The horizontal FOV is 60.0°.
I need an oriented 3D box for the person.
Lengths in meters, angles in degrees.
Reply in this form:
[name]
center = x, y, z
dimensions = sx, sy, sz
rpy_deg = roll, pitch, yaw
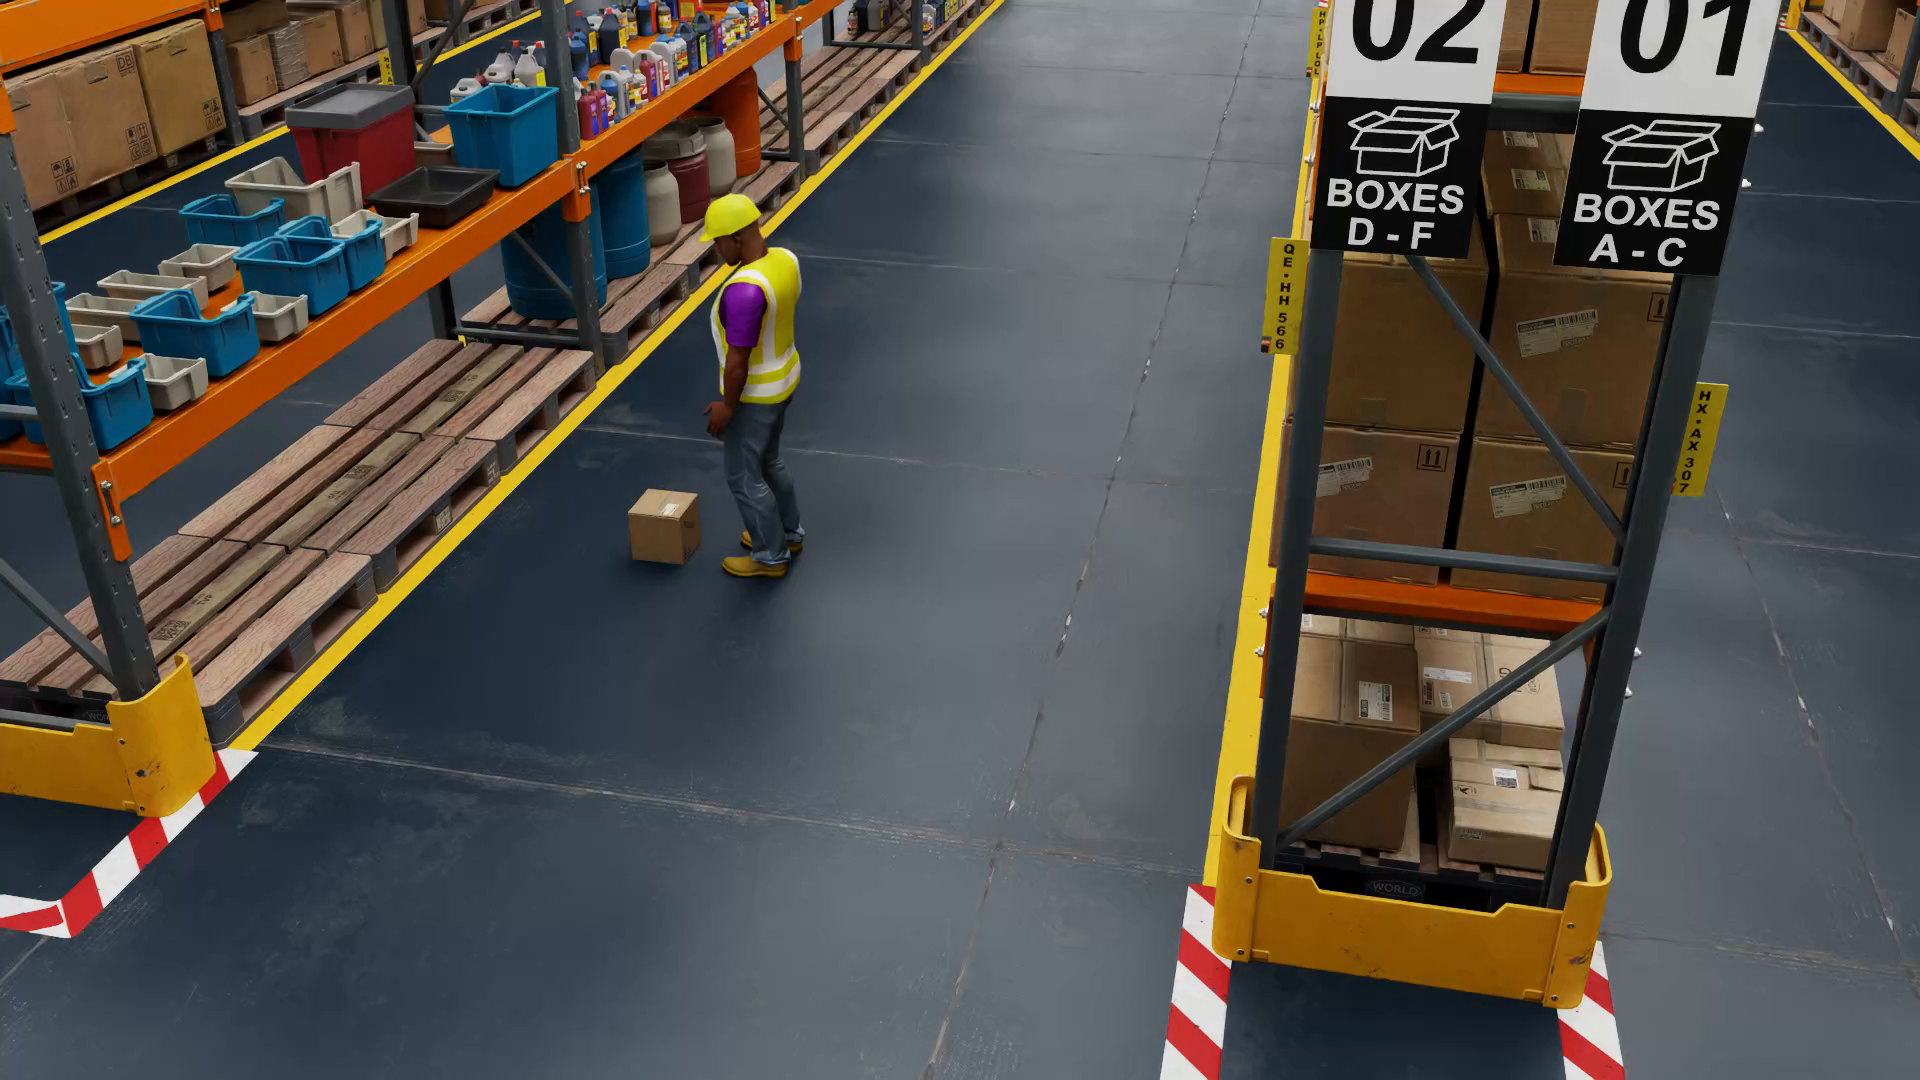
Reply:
[person]
center = -0.909, -0.665, 7.333
dimensions = 0.384, 1.751, 0.573
rpy_deg = 6, 29, 12
